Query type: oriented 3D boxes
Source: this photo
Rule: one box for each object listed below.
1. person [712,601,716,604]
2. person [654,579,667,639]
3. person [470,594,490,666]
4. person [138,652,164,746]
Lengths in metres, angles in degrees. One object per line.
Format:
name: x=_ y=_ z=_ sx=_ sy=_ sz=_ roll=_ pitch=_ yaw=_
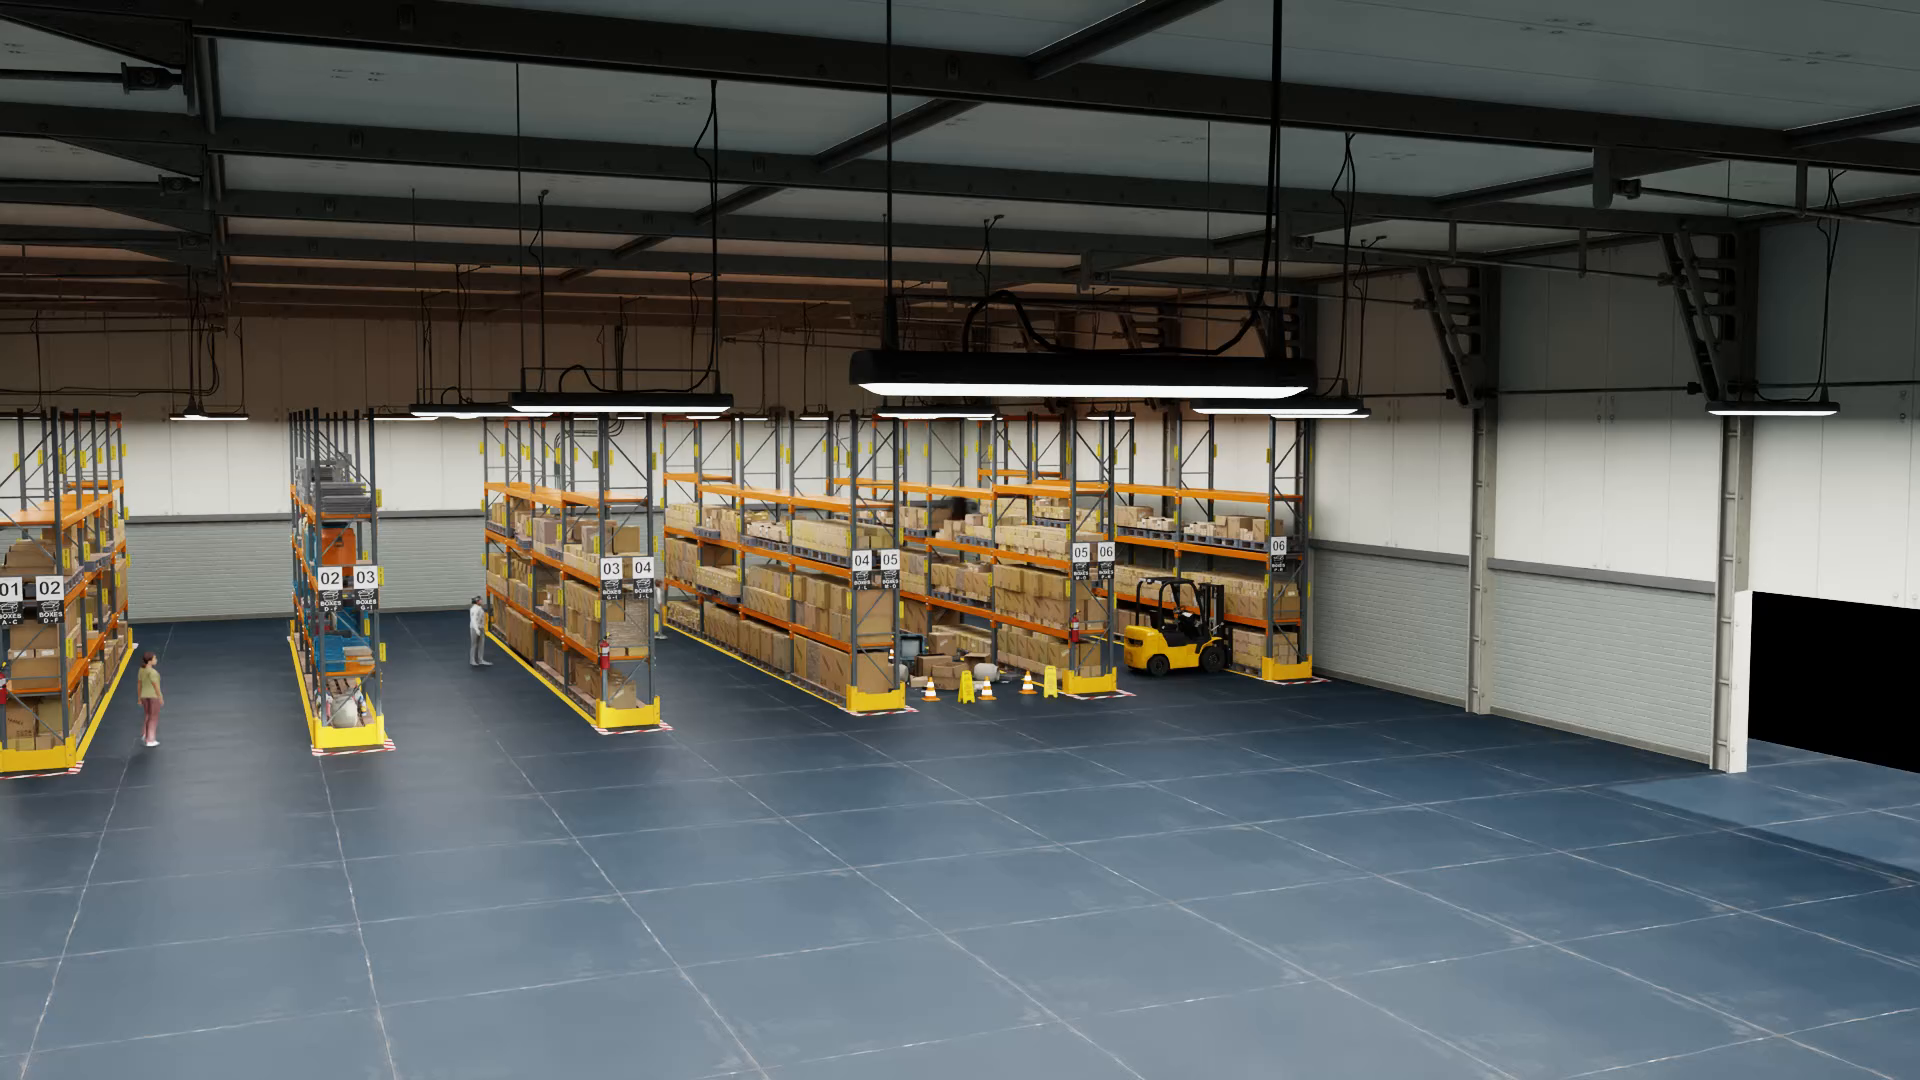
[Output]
person: x=-7.097 y=1.435 z=49.179 sx=0.562 sy=1.638 sz=0.879 roll=-2 pitch=5 yaw=-28
person: x=-7.975 y=1.820 z=44.141 sx=0.359 sy=1.599 sz=0.482 roll=-2 pitch=4 yaw=-27
person: x=-11.377 y=2.126 z=39.327 sx=0.440 sy=1.702 sz=0.515 roll=2 pitch=4 yaw=26
person: x=-14.321 y=2.820 z=29.453 sx=0.474 sy=1.691 sz=0.438 roll=1 pitch=4 yaw=8
